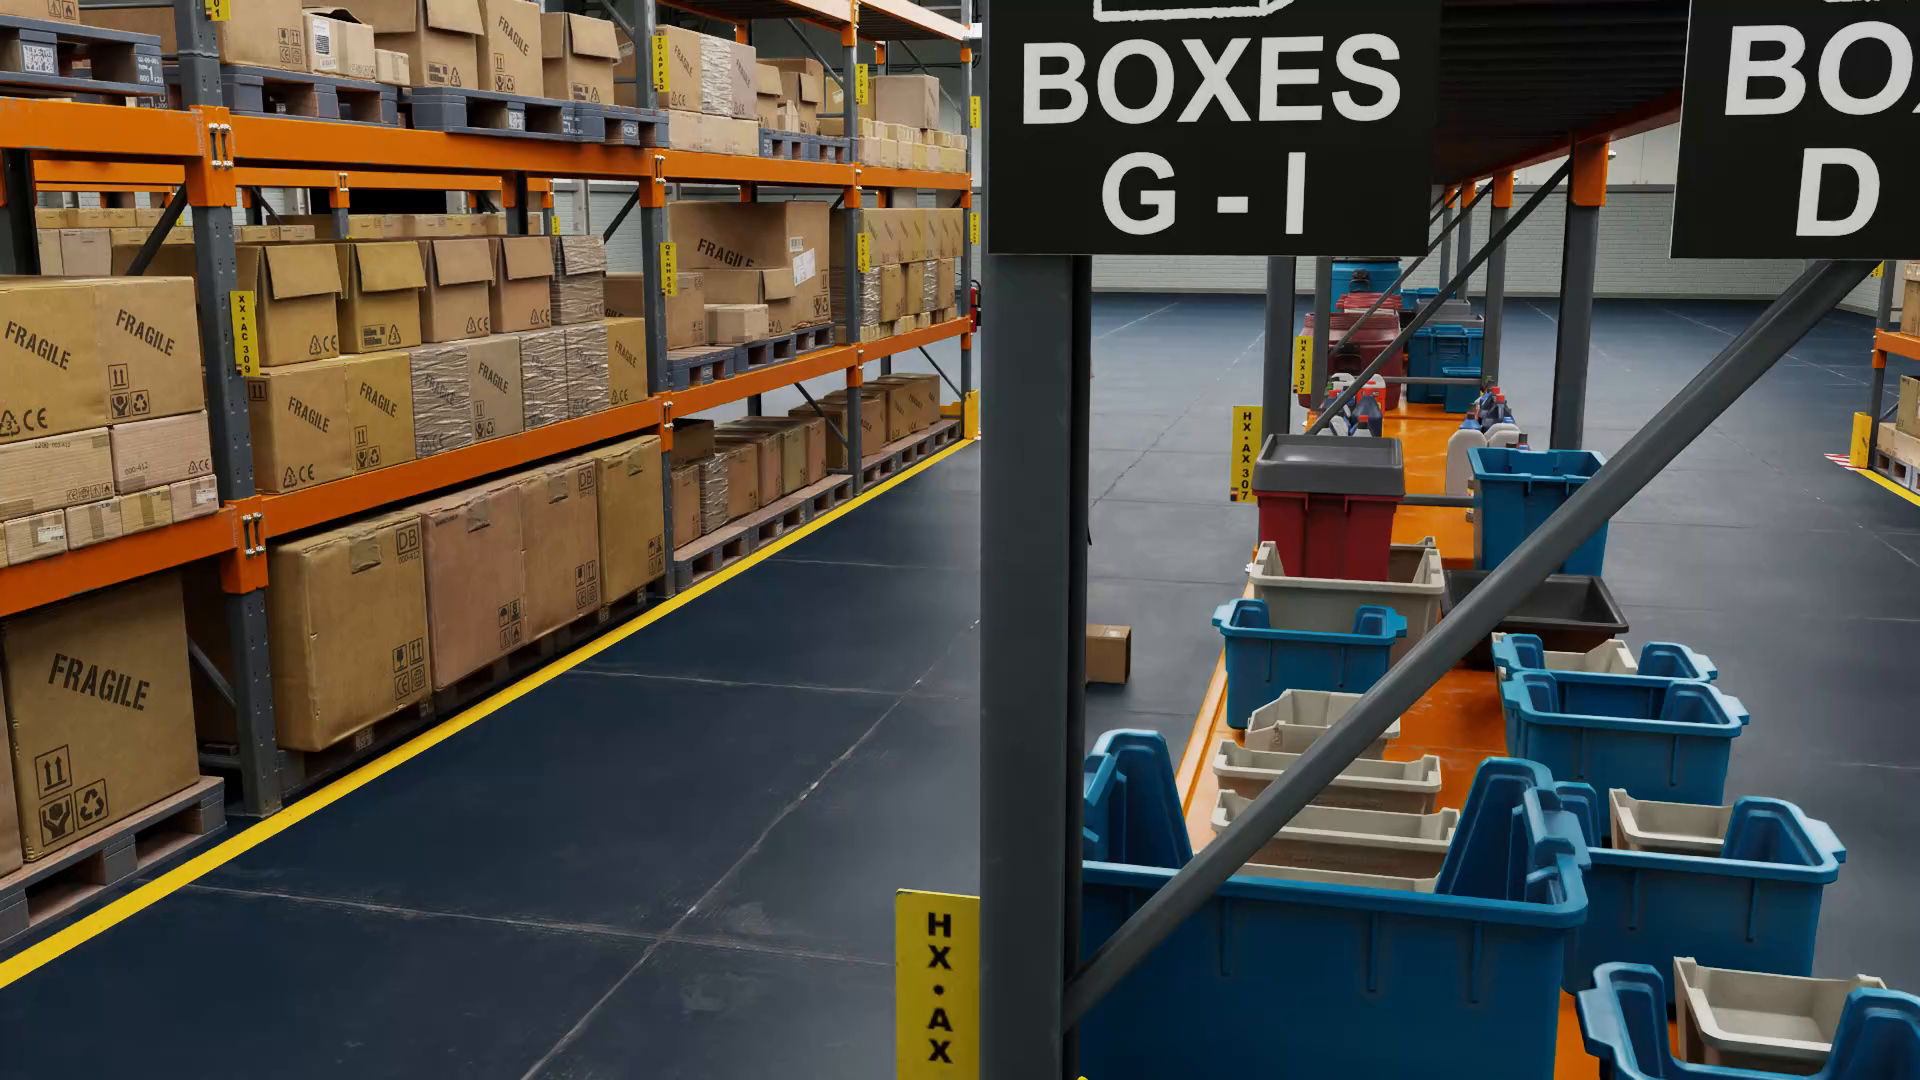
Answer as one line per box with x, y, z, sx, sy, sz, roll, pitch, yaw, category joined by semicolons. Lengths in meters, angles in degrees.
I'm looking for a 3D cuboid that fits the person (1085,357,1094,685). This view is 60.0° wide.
0.528;-0.155;8.762;0.429;1.772;0.647;2;11;10;person
